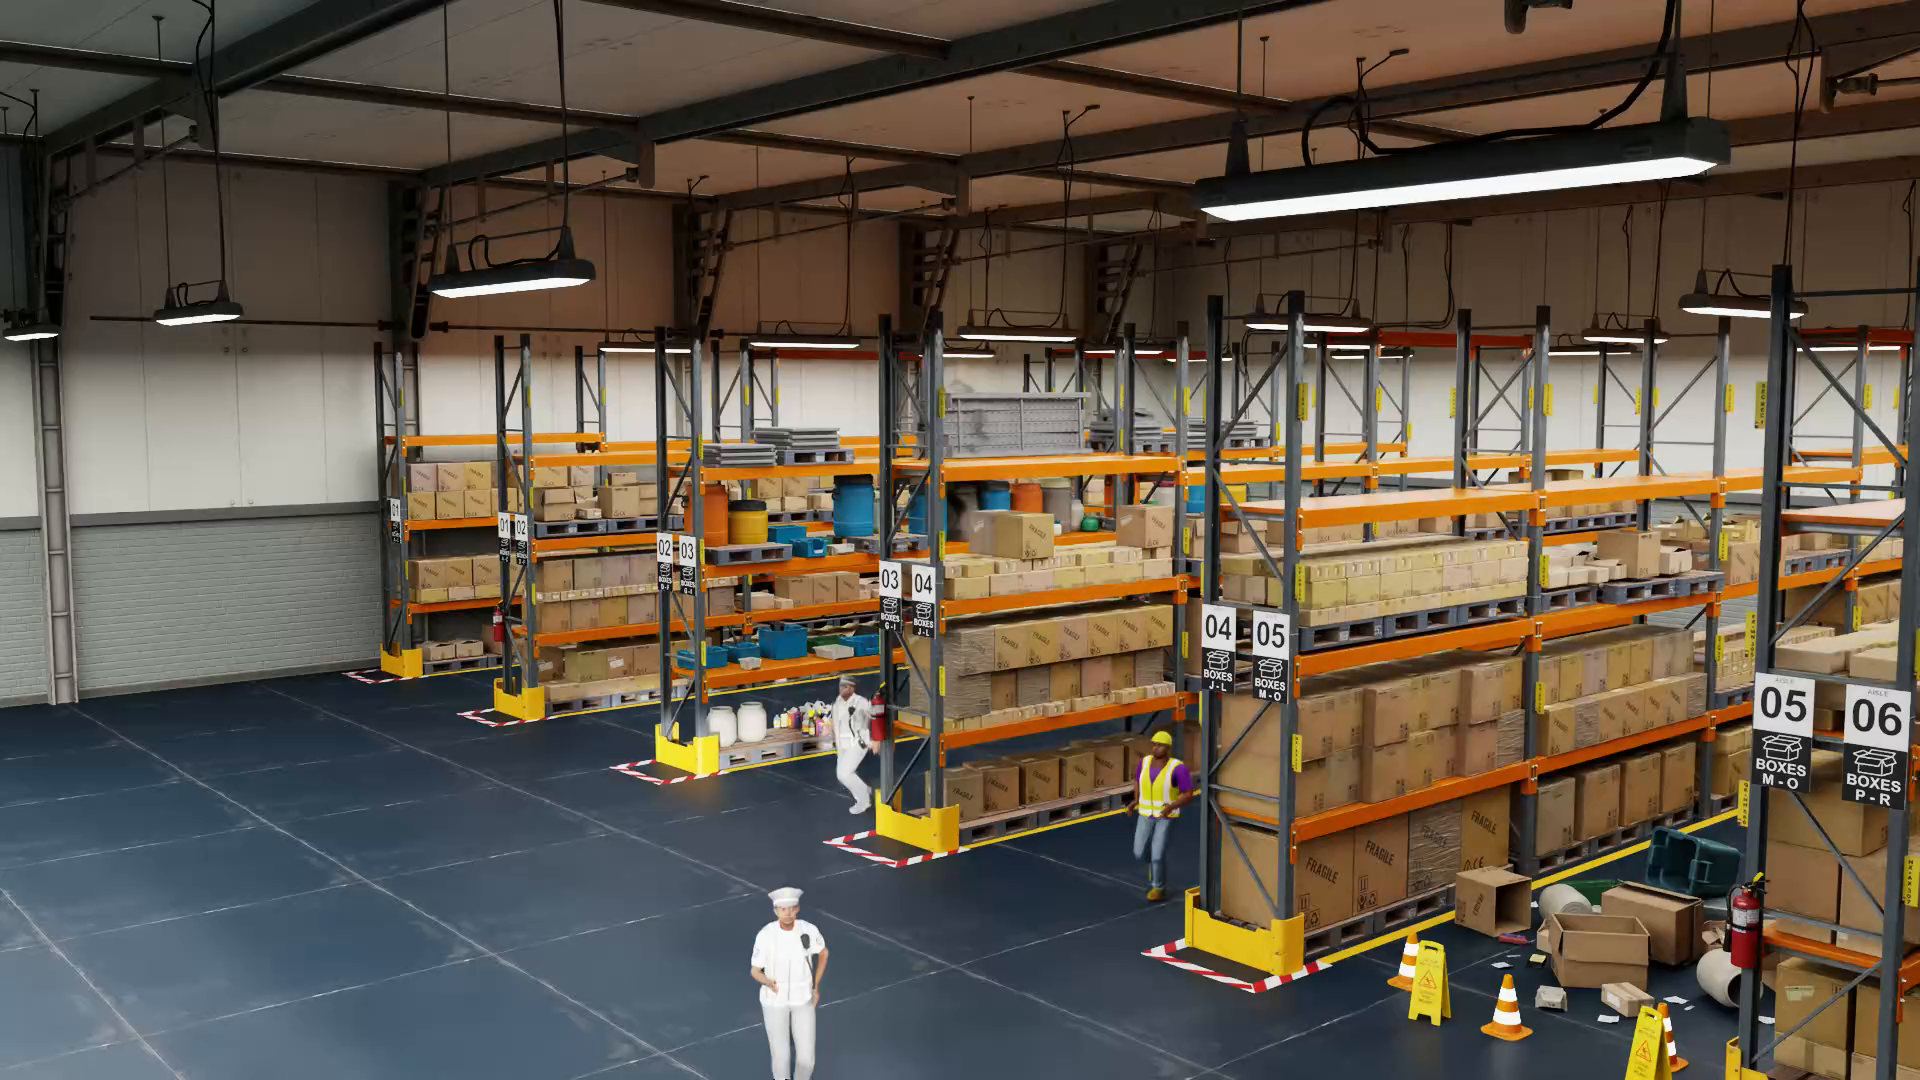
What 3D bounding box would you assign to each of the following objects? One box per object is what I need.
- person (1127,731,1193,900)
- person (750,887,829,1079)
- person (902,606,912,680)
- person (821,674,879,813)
[{"bbox_3d":[2.007,2.780,16.831,0.681,1.714,0.577,3,6,32],"label":"person"},{"bbox_3d":[-1.186,3.268,11.678,0.561,1.681,0.599,-1,5,-8],"label":"person"},{"bbox_3d":[-0.706,1.489,28.083,0.600,1.689,0.765,5,7,42],"label":"person"},{"bbox_3d":[-1.332,2.472,20.128,0.701,1.730,0.676,-5,7,-43],"label":"person"}]
